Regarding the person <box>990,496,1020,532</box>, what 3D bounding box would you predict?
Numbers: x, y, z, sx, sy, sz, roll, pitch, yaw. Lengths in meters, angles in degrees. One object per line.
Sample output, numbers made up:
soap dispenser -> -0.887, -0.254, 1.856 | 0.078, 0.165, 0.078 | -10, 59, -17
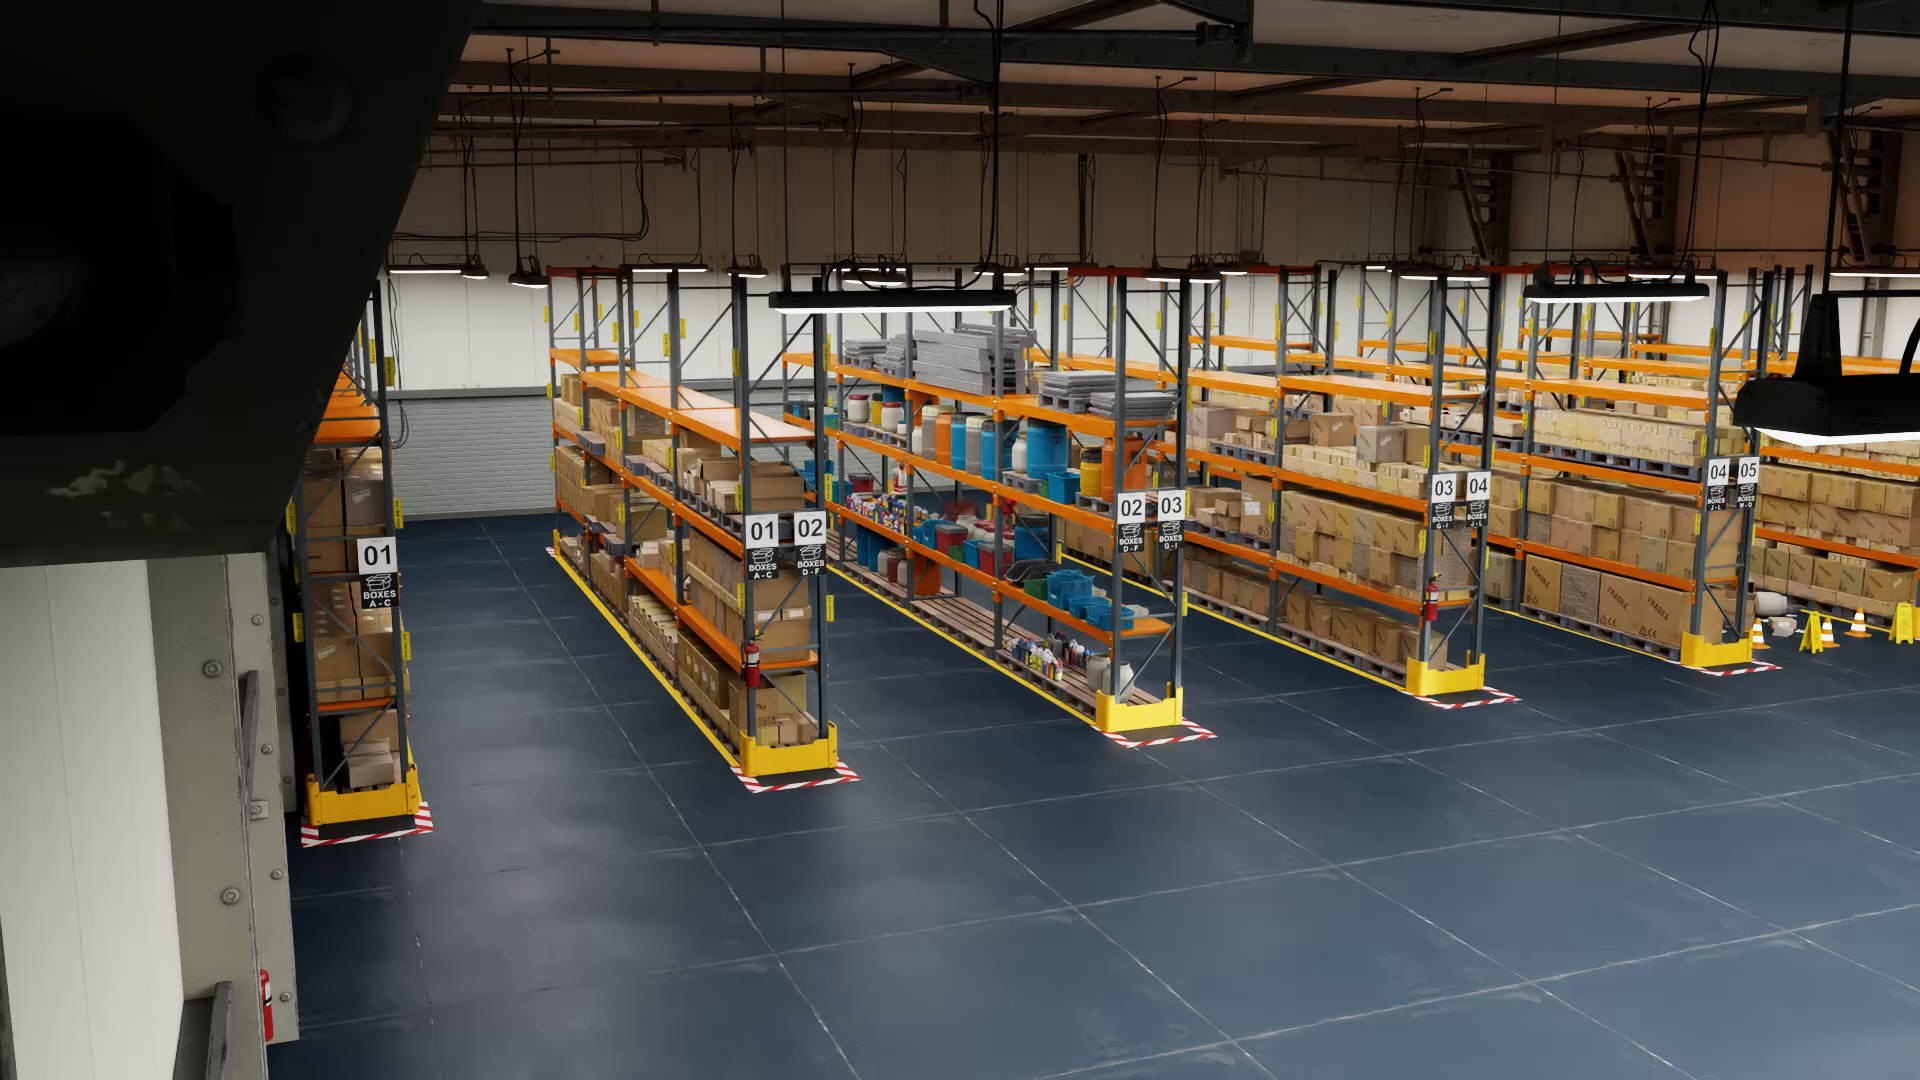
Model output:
person -> 0.958, -0.432, 34.227 | 0.518, 1.660, 1.102 | -6, 12, -32

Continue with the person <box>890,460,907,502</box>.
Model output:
person -> -1.306, -1.051, 37.602 | 0.585, 1.728, 1.096 | -4, 11, -23
